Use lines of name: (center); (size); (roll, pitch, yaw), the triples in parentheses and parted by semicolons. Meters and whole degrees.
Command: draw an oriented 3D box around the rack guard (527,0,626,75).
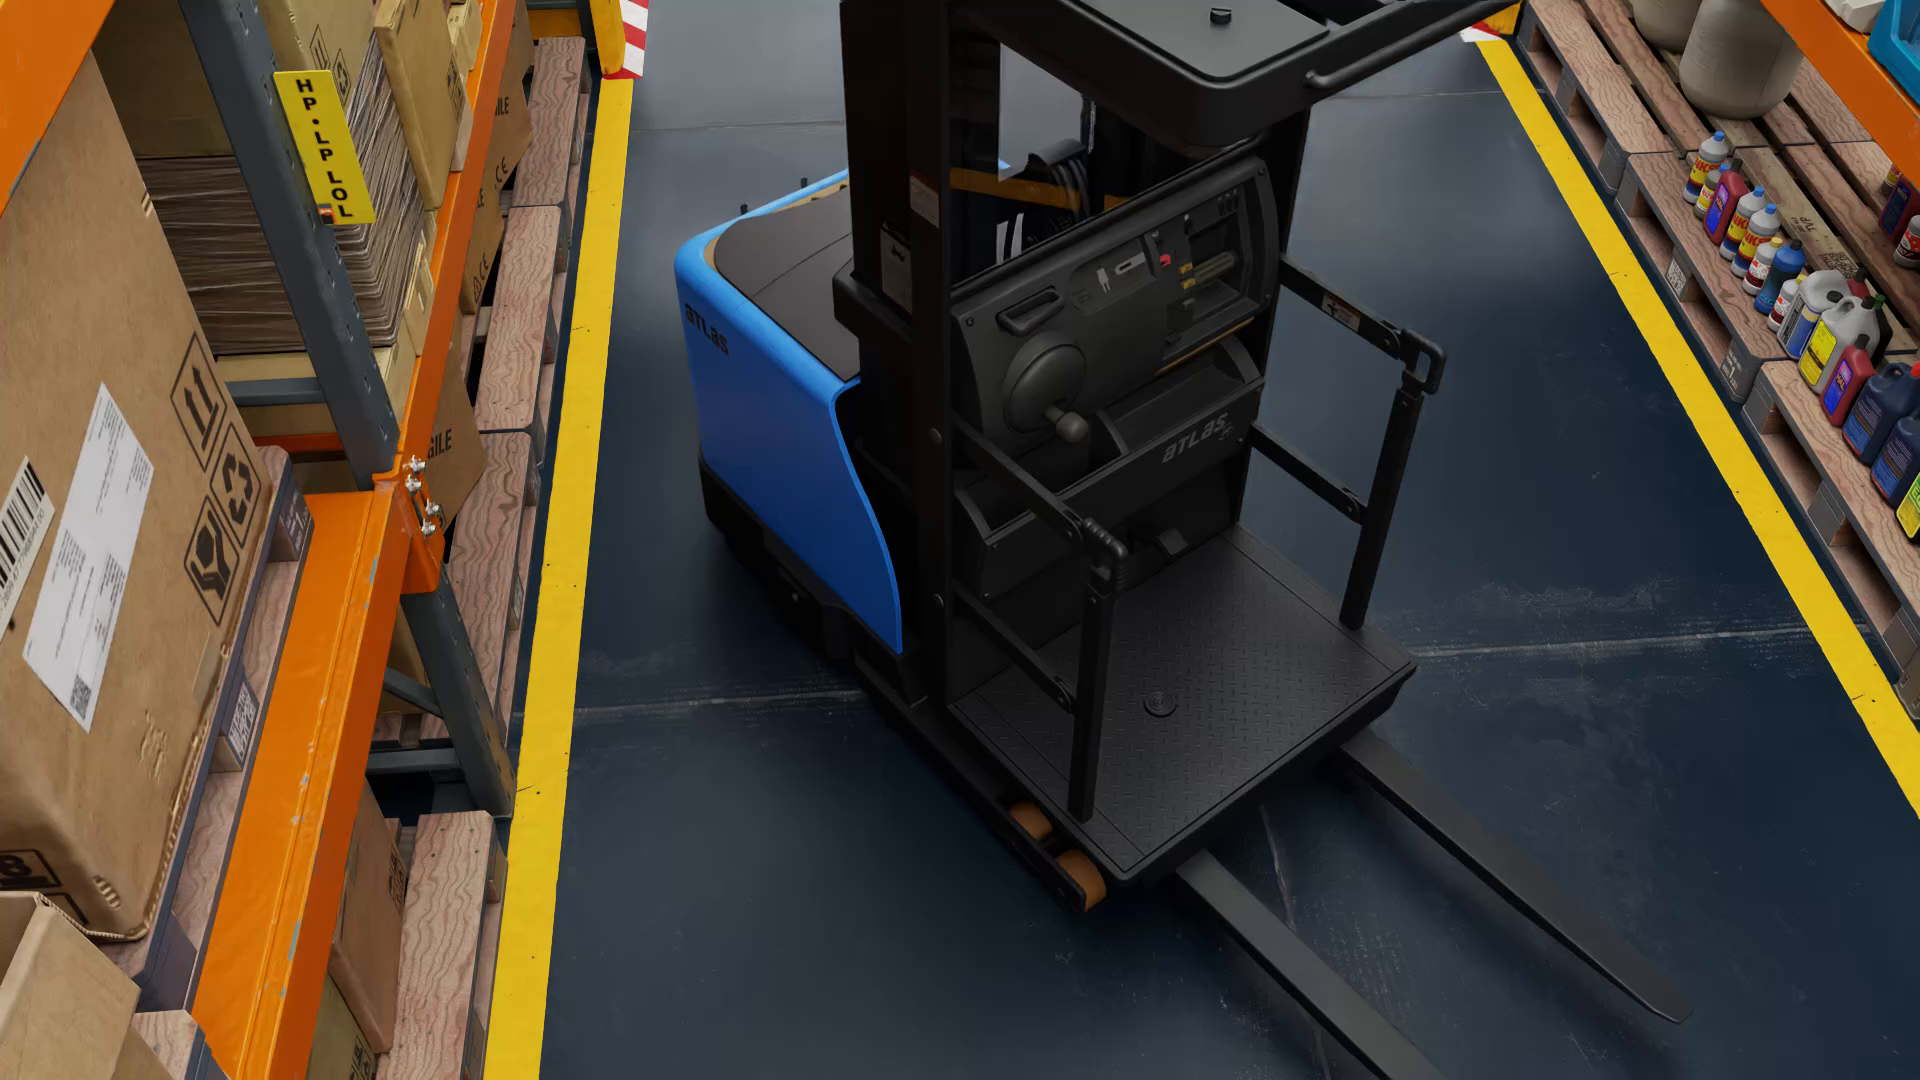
rack guard: (-2.049, -2.264, 7.050); (1.175, 0.500, 0.348); (-3, 47, -3)

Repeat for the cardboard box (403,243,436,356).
cardboard box: (-1.447, -0.553, 3.881); (0.380, 0.149, 0.250); (-3, 47, -3)

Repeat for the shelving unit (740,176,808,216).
shelving unit: (-0.496, -0.684, 5.278); (0.258, 0.900, 0.210); (-30, 54, -26)

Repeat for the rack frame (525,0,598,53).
rack frame: (-2.056, -3.178, 6.194); (1.000, 3.000, 0.127); (-3, 47, -3)

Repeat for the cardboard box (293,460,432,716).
cardboard box: (-1.714, 0.139, 4.485); (0.500, 0.500, 0.500); (-5, 47, -5)

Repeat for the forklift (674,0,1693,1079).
forklift: (0.514, -0.457, 3.664); (1.130, 2.935, 3.031); (-30, 54, -26)

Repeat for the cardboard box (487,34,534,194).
cardboard box: (-1.936, -1.580, 6.113); (0.500, 0.500, 0.500); (8, 47, 7)

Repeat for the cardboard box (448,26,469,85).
cardboard box: (-1.568, -1.275, 4.564); (0.380, 0.149, 0.250); (-3, 47, -3)

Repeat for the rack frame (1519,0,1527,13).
rack frame: (2.880, -3.479, 6.479); (1.000, 3.000, 0.127); (-3, 47, -3)

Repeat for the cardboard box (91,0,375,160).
cardboard box: (-1.505, -1.106, 3.269); (0.500, 0.500, 0.500); (-3, 47, -3)

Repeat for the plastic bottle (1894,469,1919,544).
plastic bottle: (2.846, -0.131, 4.876); (0.061, 0.283, 0.133); (-1, 47, -1)

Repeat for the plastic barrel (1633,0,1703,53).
plastic barrel: (3.011, -2.297, 6.784); (0.421, 0.512, 0.421); (0, 47, 0)

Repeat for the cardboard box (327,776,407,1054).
cardboard box: (-1.691, 0.870, 3.779); (0.700, 0.500, 0.500); (-7, 47, -6)

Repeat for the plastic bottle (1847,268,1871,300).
plastic bottle: (2.927, -0.748, 5.461); (0.061, 0.283, 0.133); (-3, 47, -3)

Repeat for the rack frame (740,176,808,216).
rack frame: (-0.560, -0.741, 5.332); (0.240, 0.900, 0.006); (-30, 54, -26)

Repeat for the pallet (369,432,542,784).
pallet: (-1.812, 0.191, 4.924); (1.003, 0.211, 1.213); (-3, 47, -3)

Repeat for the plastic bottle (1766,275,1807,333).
plastic bottle: (2.784, -0.797, 5.563); (0.097, 0.201, 0.097); (0, 47, 0)

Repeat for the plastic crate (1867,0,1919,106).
plastic crate: (2.852, -1.318, 4.535); (0.499, 0.251, 0.616); (-3, 47, -3)

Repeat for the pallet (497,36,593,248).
pallet: (-2.016, -1.575, 6.596); (1.003, 0.211, 1.213); (-3, 47, -3)

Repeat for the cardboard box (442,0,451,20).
cardboard box: (-1.846, -1.470, 4.302); (0.875, 0.500, 0.500); (-3, 47, -3)

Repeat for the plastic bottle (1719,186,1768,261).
plastic bottle: (2.750, -1.114, 5.815); (0.097, 0.271, 0.097); (0, 47, 0)

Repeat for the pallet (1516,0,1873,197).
pallet: (2.996, -1.880, 6.885); (1.003, 0.211, 1.213); (-3, 47, -3)

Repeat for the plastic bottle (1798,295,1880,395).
plastic bottle: (2.831, -0.647, 5.318); (0.144, 0.351, 0.185); (-4, 47, -4)

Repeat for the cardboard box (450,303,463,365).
cardboard box: (-1.900, -0.719, 5.298); (0.500, 0.500, 0.500); (-7, 47, -7)

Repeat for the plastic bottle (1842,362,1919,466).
plastic bottle: (2.858, -0.413, 5.097); (0.144, 0.351, 0.185); (-6, 47, -5)

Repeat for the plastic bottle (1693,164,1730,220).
plastic bottle: (2.730, -1.263, 6.004); (0.097, 0.201, 0.097); (0, 47, 0)

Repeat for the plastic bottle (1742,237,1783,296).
plastic bottle: (2.767, -0.946, 5.704); (0.097, 0.201, 0.097); (0, 47, 0)

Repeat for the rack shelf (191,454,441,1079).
rack shelf: (-1.553, 1.410, 2.344); (1.077, 0.370, 4.000); (-3, 47, -3)

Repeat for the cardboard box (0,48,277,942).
cardboard box: (-1.794, -0.052, 2.531); (1.000, 1.000, 1.000); (-3, 47, -3)

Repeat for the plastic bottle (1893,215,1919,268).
plastic bottle: (3.353, -1.061, 5.813); (0.097, 0.201, 0.097); (0, 47, 0)

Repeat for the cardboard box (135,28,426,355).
cardboard box: (-1.697, -0.750, 3.621); (0.875, 0.500, 0.500); (-3, 47, -3)

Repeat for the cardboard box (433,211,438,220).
cardboard box: (-1.526, -0.913, 4.222); (0.380, 0.149, 0.250); (-3, 47, -3)

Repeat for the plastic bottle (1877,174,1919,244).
plastic bottle: (3.358, -1.204, 5.892); (0.061, 0.283, 0.133); (-3, 47, -3)

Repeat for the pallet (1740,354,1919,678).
pallet: (3.200, -0.115, 5.213); (1.003, 0.211, 1.213); (-3, 47, -3)

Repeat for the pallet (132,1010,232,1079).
pallet: (-1.592, 1.246, 2.136); (1.003, 0.211, 1.213); (-3, 47, -3)
